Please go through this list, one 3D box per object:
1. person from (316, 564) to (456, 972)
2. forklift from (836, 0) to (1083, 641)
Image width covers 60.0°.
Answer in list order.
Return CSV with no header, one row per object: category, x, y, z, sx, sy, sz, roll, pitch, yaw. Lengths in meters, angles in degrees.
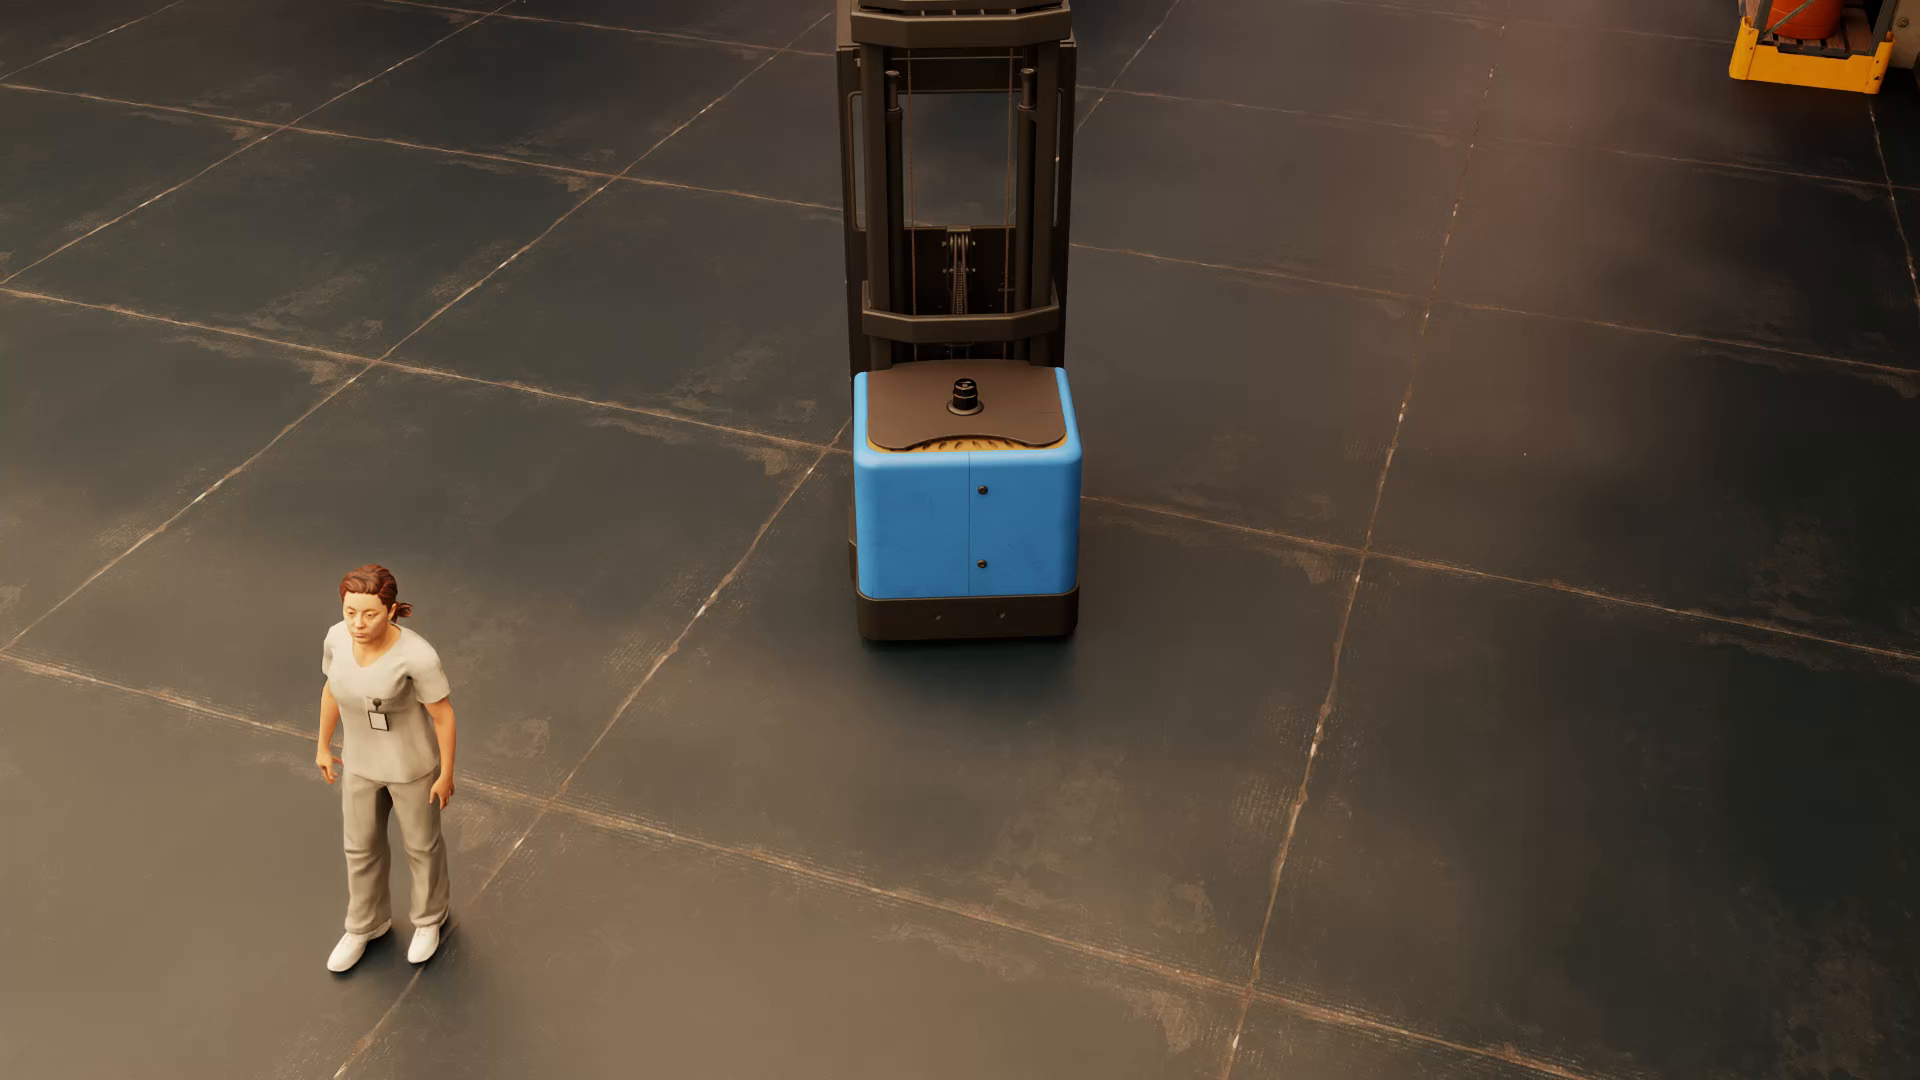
person,-2.084,0.848,5.988,0.550,1.673,0.548,8,36,11
forklift,-0.029,-1.547,8.293,1.130,2.935,3.031,-2,35,-2
